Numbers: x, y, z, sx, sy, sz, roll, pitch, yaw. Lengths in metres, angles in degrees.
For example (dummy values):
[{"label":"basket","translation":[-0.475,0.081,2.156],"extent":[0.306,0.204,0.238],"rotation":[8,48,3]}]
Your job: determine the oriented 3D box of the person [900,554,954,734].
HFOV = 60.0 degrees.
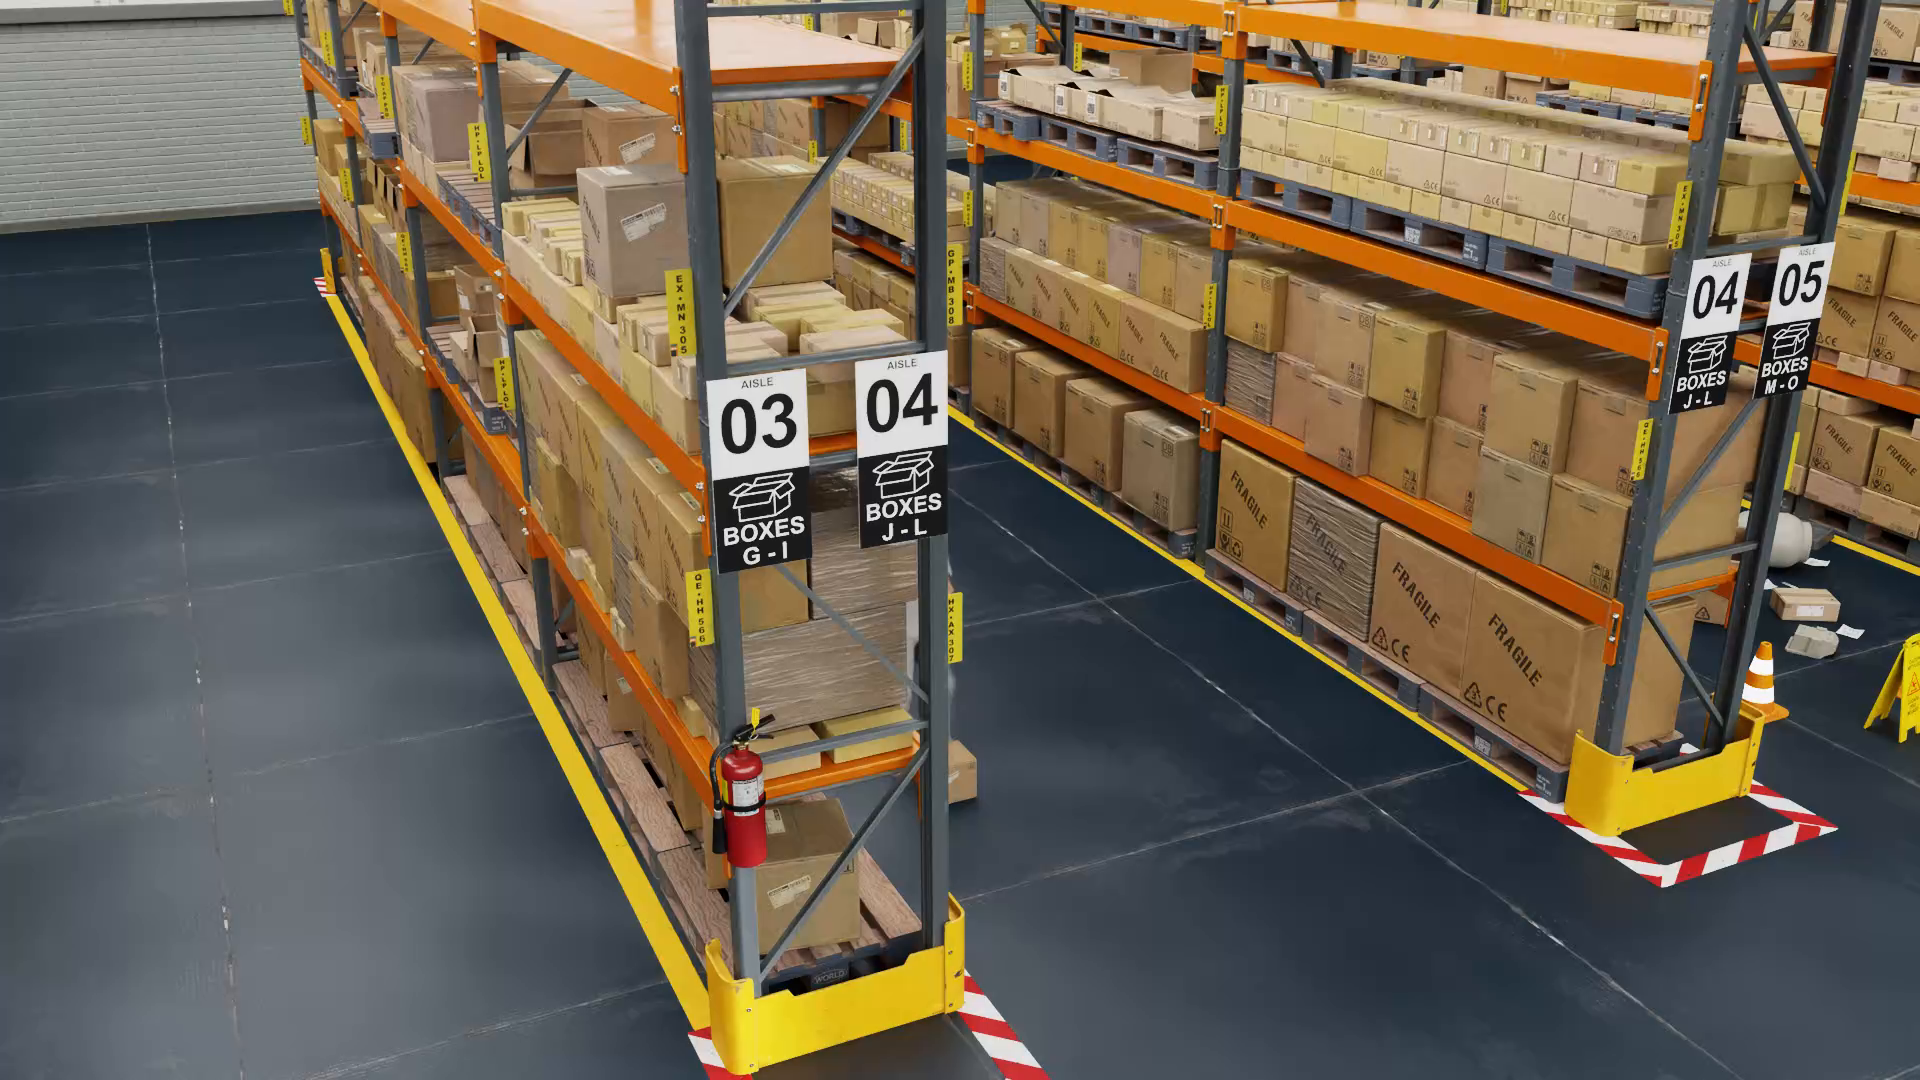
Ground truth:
[{"label":"person","translation":[-0.248,0.547,9.728],"extent":[0.458,1.637,0.370],"rotation":[-10,24,-22]}]
